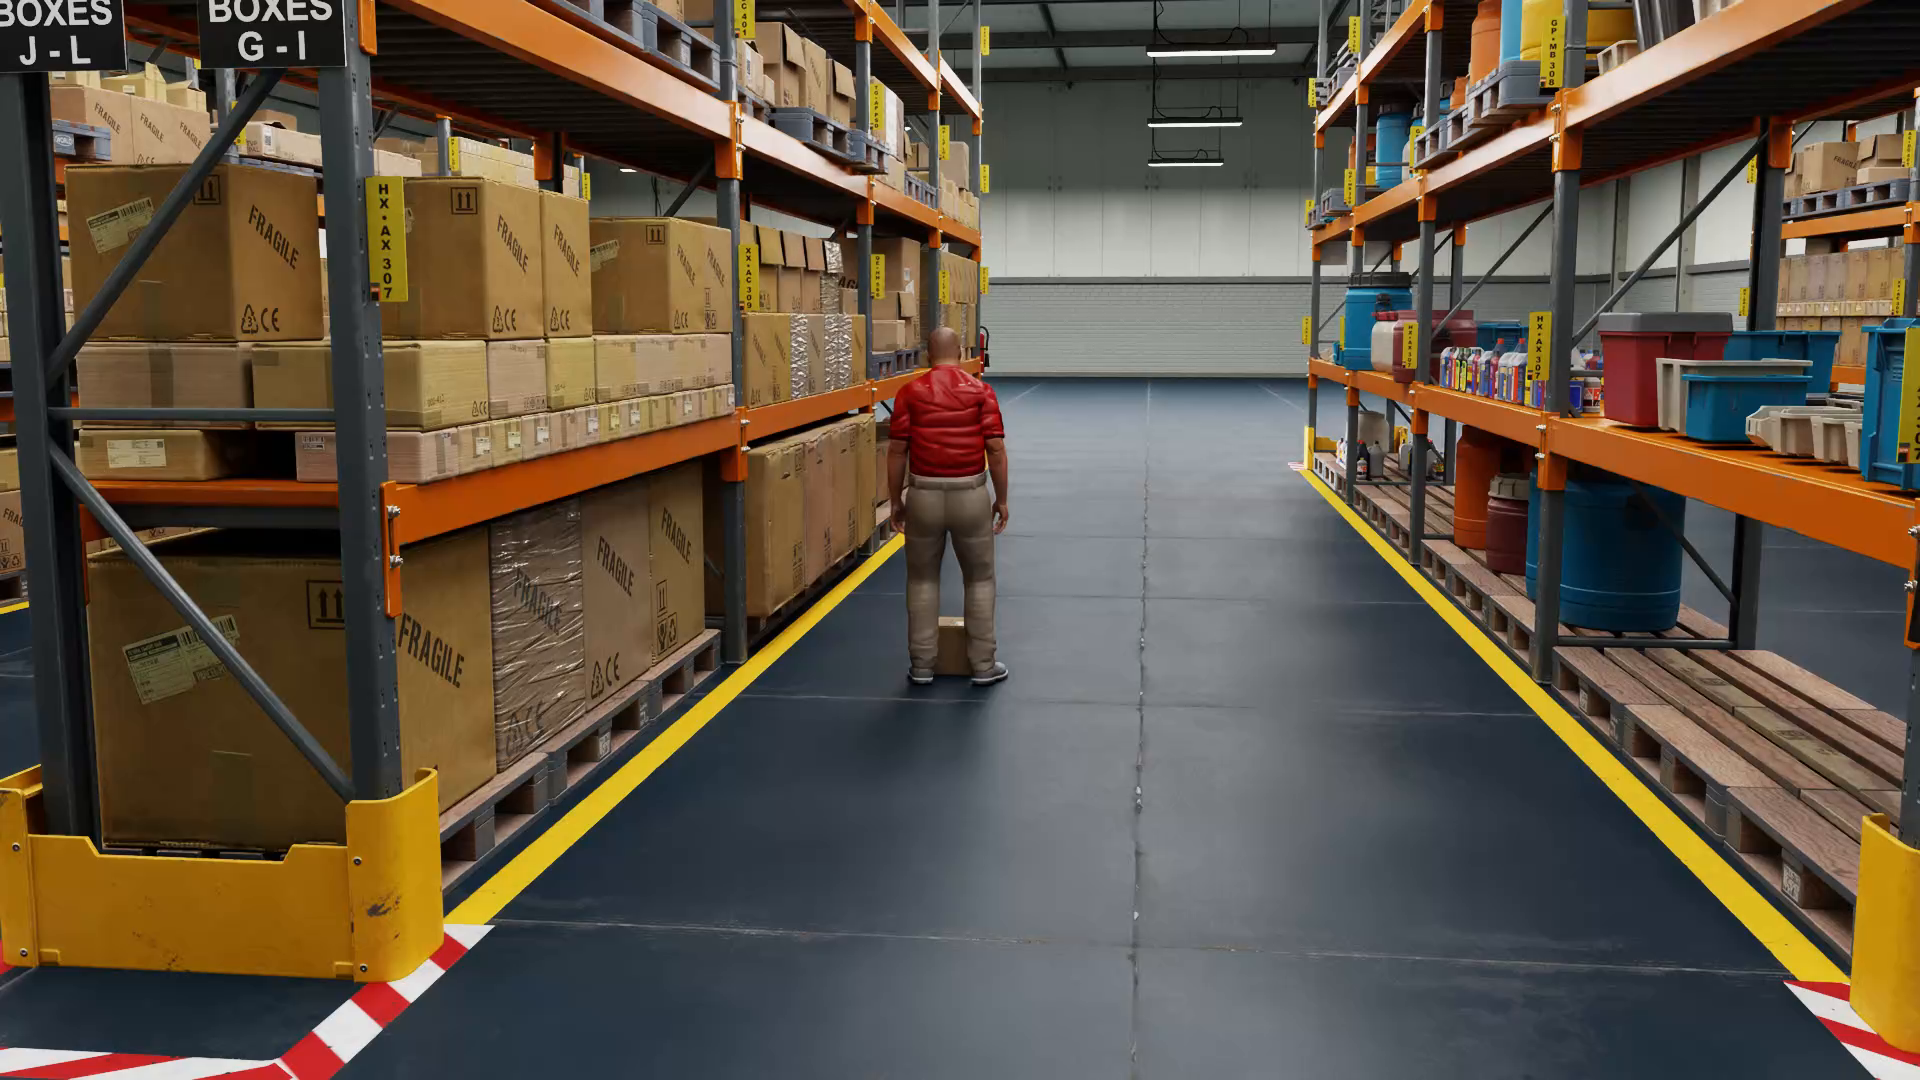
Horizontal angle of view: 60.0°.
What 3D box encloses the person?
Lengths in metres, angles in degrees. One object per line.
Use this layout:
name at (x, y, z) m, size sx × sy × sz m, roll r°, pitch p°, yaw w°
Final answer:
person at (-0.062, -0.163, 8.080) m, size 0.589 × 1.725 × 0.395 m, roll 0°, pitch 8°, yaw 3°
